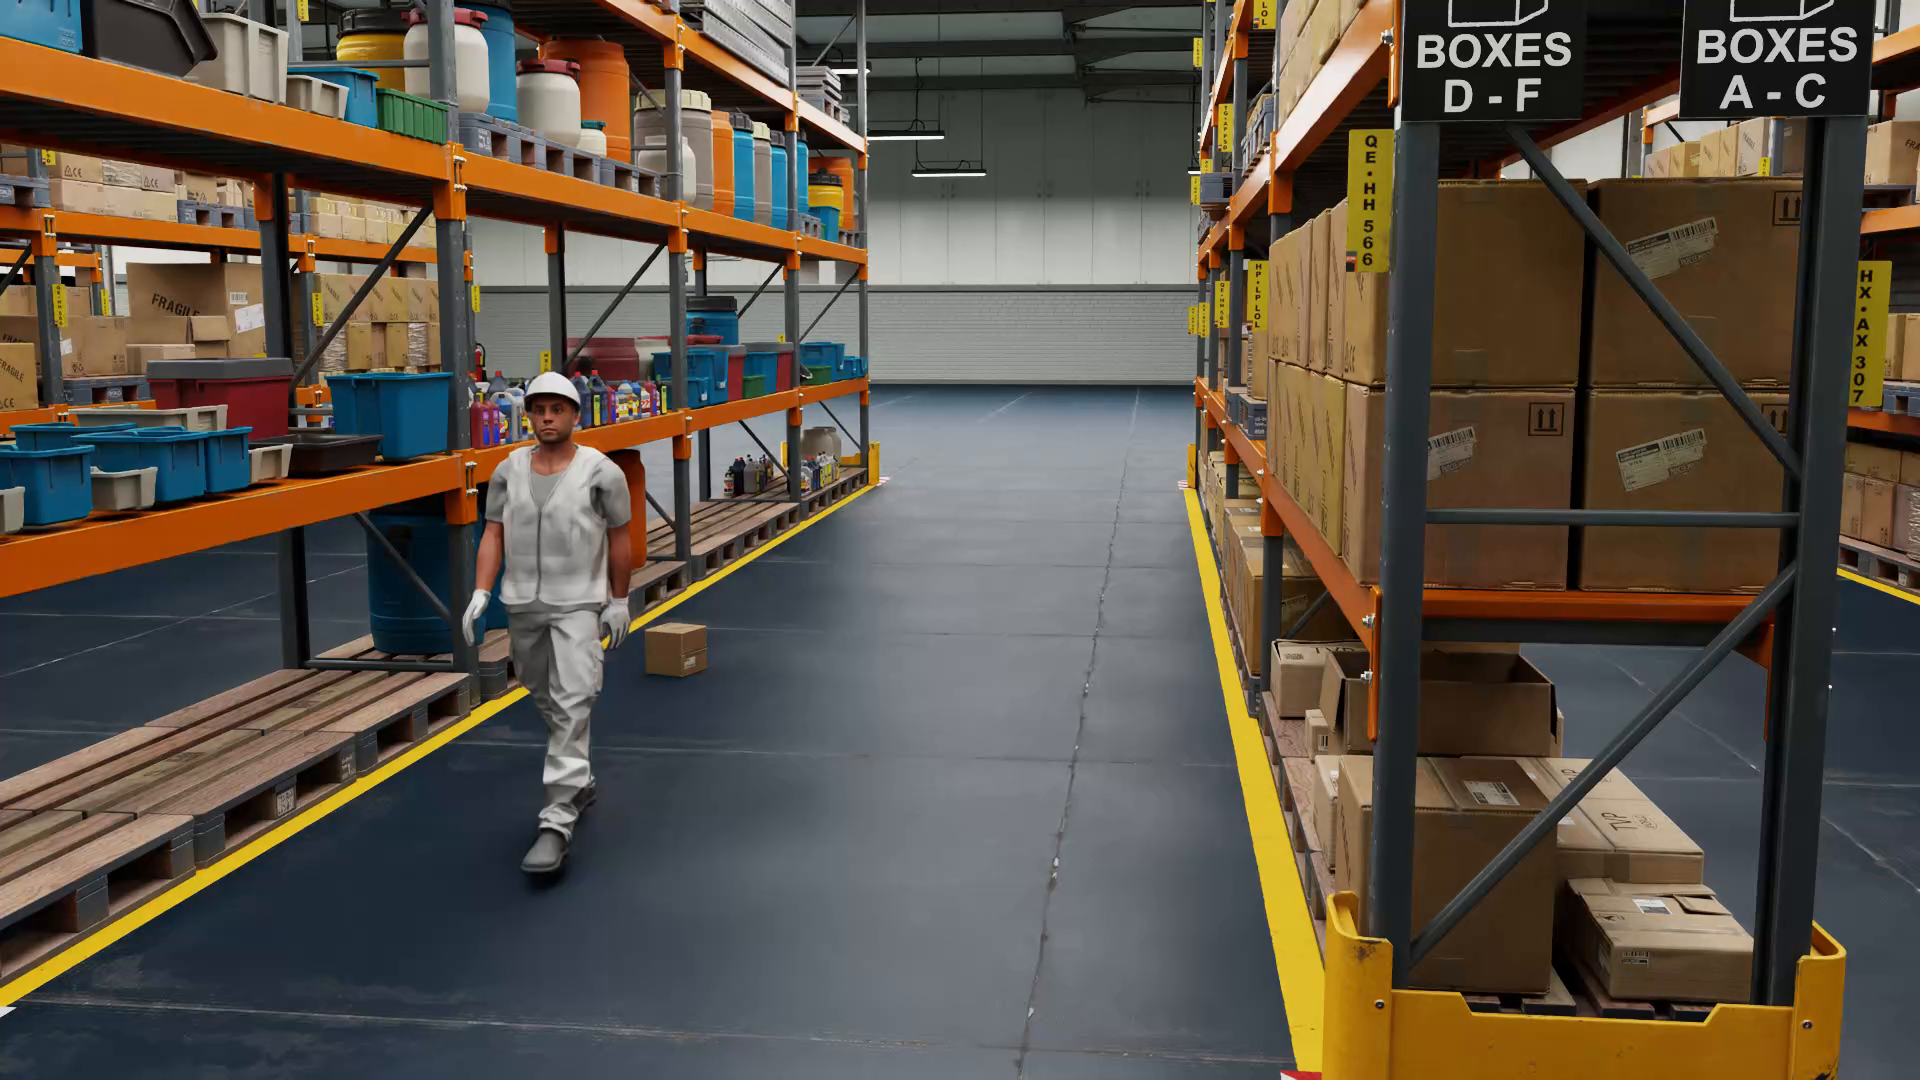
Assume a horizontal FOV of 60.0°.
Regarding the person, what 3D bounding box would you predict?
[{"bbox_3d":[-1.538,0.256,6.115,0.536,1.736,0.974,1,8,10],"label":"person"}]
